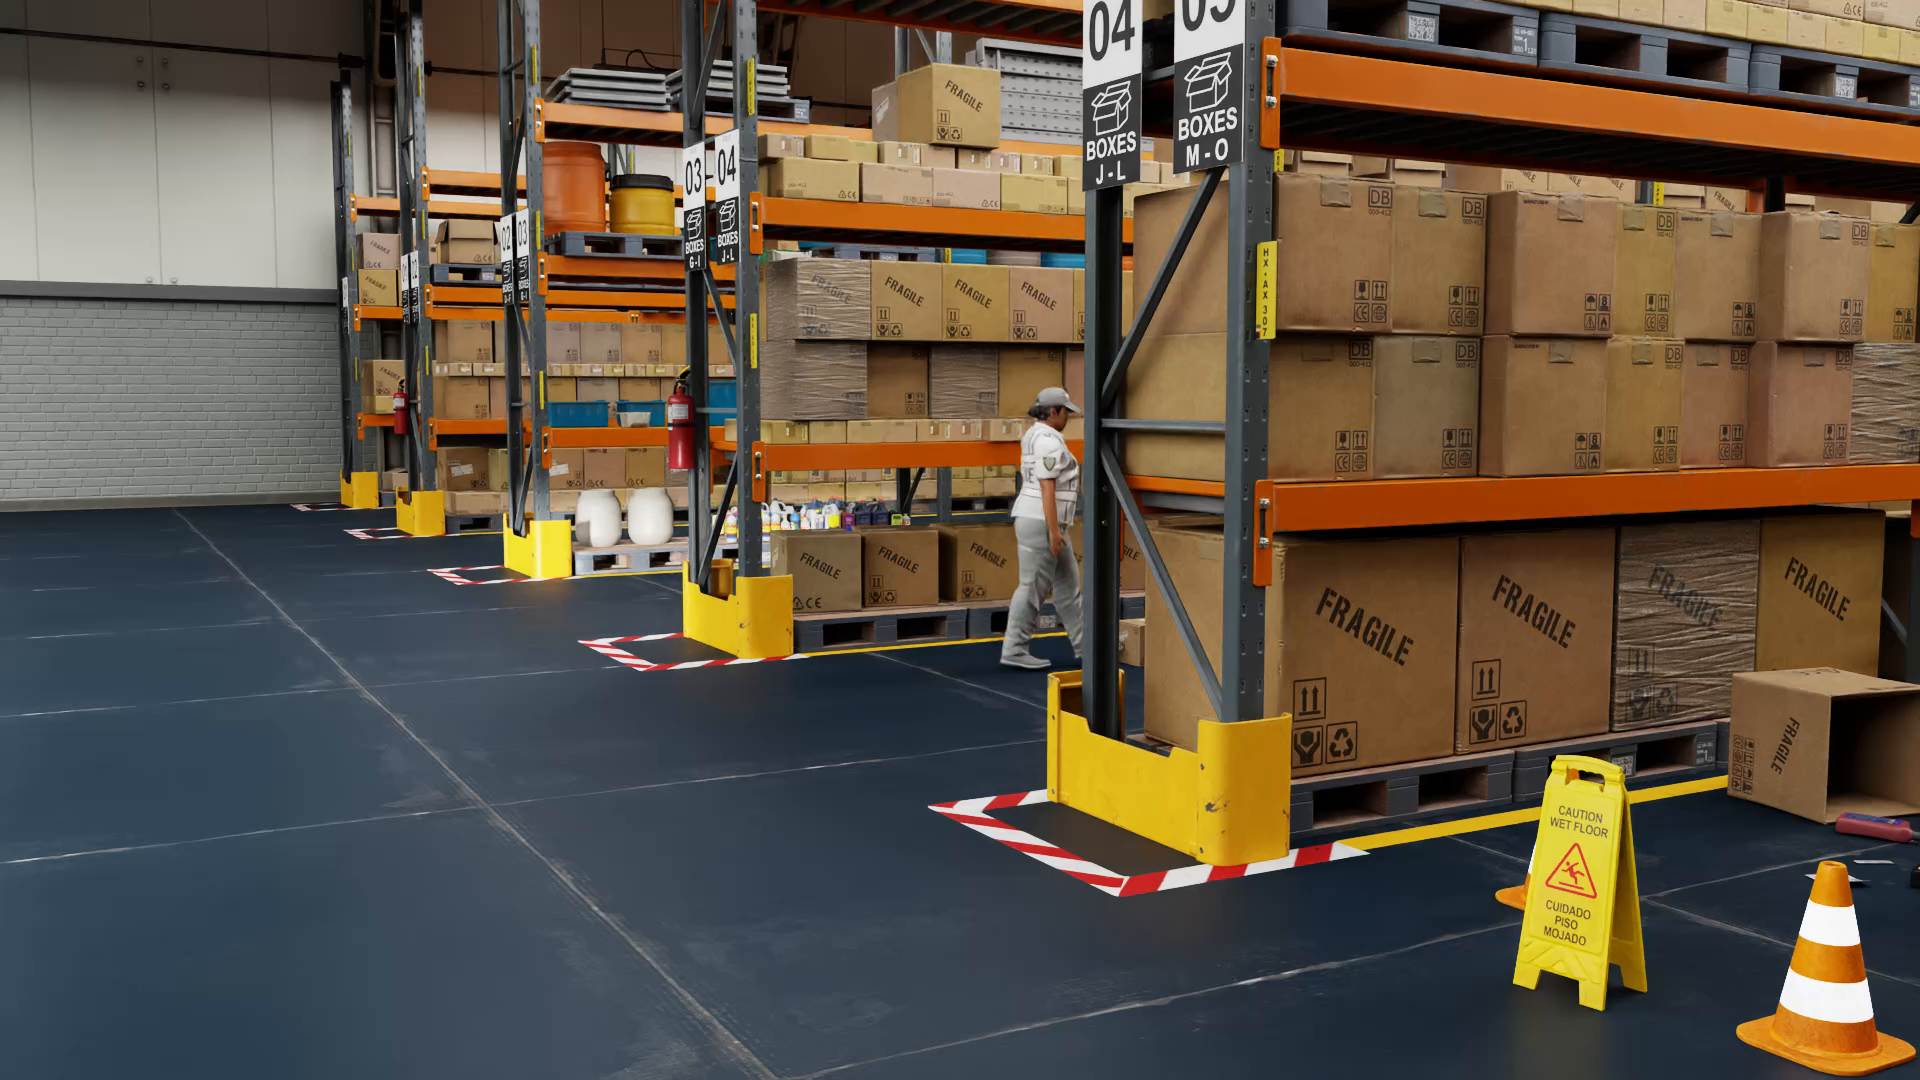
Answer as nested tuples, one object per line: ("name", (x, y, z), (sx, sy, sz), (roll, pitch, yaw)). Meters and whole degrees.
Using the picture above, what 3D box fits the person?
("person", (0.611, -0.074, 9.776), (0.760, 1.650, 0.501), (0, 5, -4))
